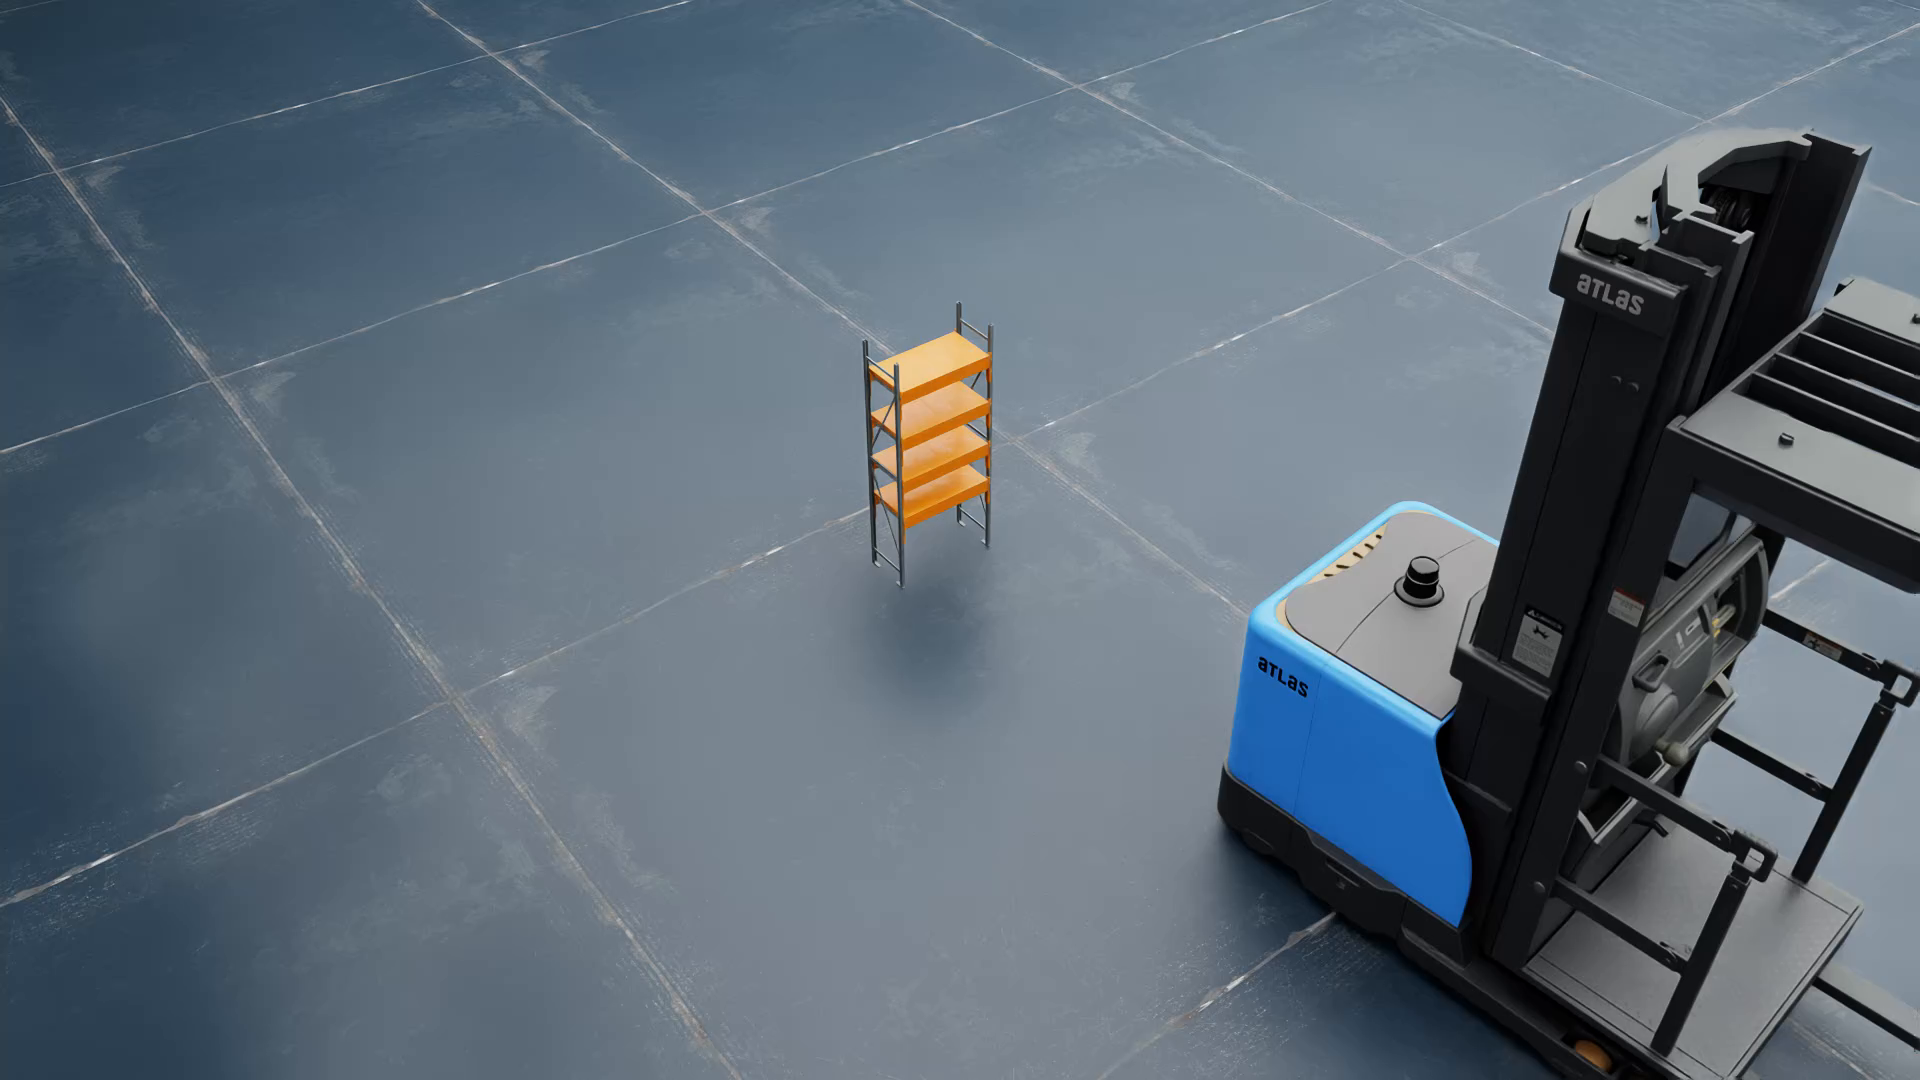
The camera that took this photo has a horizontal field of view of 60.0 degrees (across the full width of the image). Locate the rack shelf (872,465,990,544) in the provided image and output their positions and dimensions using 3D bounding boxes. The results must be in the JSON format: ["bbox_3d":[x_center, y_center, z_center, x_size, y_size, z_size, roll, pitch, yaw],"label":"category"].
[{"bbox_3d":[-0.131,-0.194,7.460,0.480,0.148,0.258,-26,46,-28],"label":"rack shelf"}]

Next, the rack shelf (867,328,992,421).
[{"bbox_3d":[-0.131,-0.704,7.042,0.480,0.148,0.258,-26,46,-28],"label":"rack shelf"}]

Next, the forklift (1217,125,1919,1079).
[{"bbox_3d":[2.373,0.408,4.941,1.130,2.935,3.031,-32,49,-33],"label":"forklift"}]

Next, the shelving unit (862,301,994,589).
[{"bbox_3d":[-0.131,-0.400,7.291,0.503,1.200,0.258,-26,46,-28],"label":"shelving unit"}]

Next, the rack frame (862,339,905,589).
[{"bbox_3d":[-0.325,-0.306,7.177,0.015,1.200,0.240,-26,46,-28],"label":"rack frame"}]

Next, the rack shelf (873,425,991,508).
[{"bbox_3d":[-0.131,-0.348,7.334,0.480,0.148,0.258,-26,46,-28],"label":"rack shelf"}]

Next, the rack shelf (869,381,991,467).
[{"bbox_3d":[-0.131,-0.521,7.192,0.480,0.148,0.258,-26,46,-28],"label":"rack shelf"}]

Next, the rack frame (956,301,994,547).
[{"bbox_3d":[0.062,-0.494,7.406,0.015,1.200,0.240,-26,46,-28],"label":"rack frame"}]
